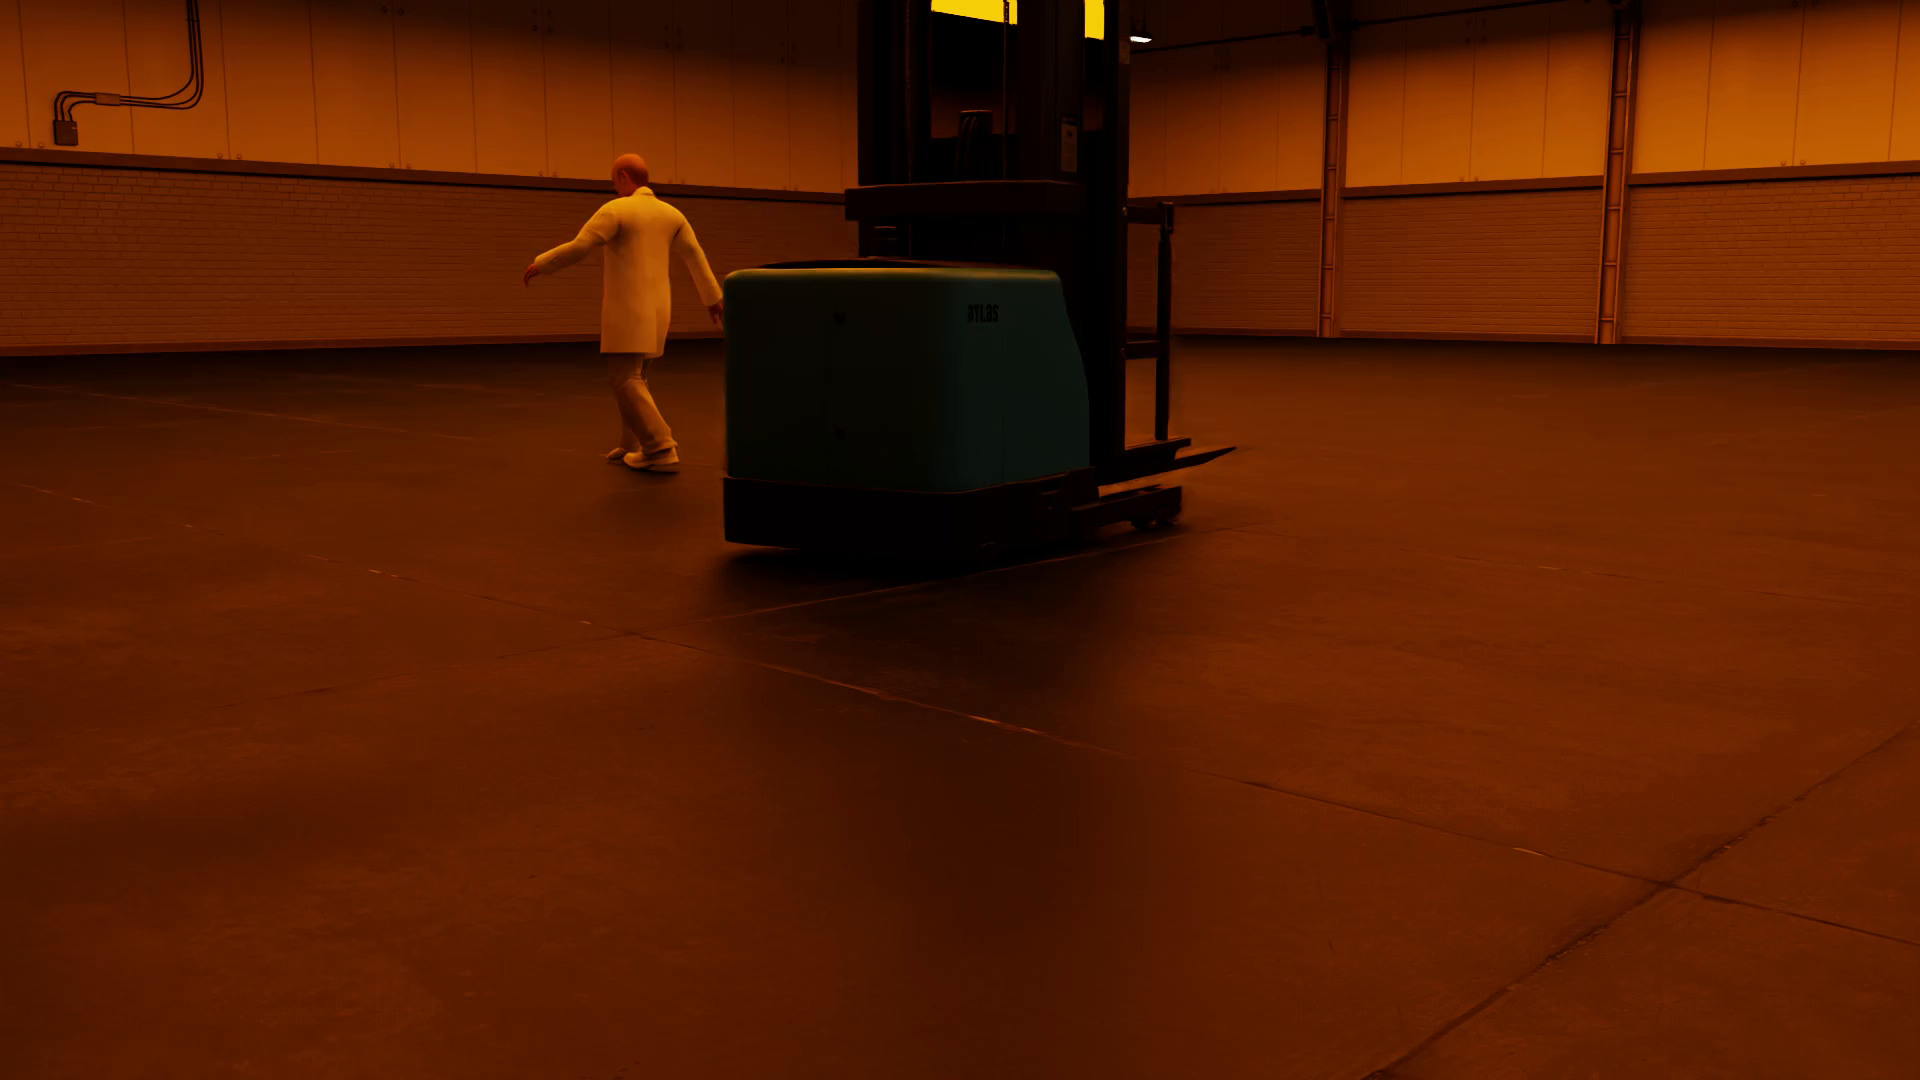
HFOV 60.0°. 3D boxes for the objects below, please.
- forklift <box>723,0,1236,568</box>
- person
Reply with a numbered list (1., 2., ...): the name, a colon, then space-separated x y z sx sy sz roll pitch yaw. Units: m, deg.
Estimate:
1. forklift: 0.308 -1.528 7.024 1.130 2.935 3.031 5 10 31
2. person: -1.834 -1.279 9.387 0.804 1.759 1.016 6 11 36
